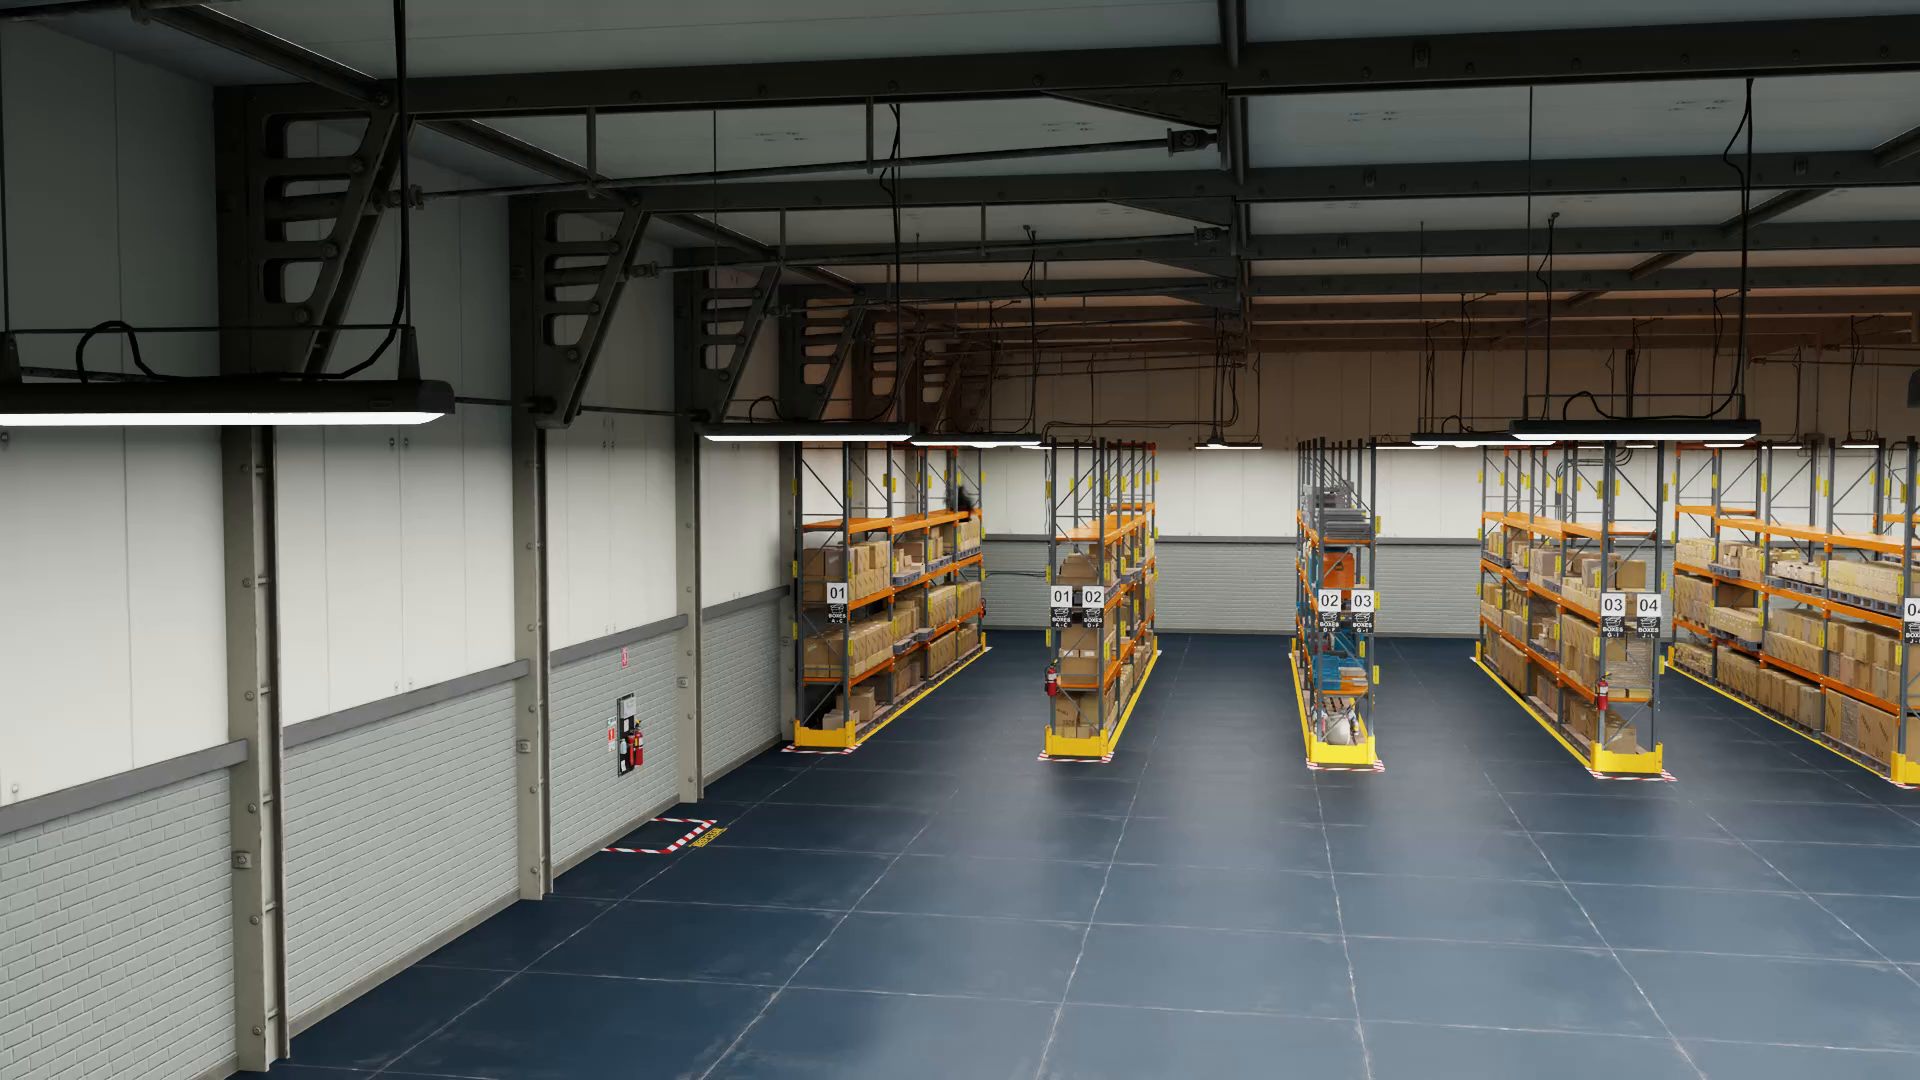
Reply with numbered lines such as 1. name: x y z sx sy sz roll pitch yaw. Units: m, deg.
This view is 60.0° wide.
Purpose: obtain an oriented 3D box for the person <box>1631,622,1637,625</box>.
1. person: 17.671 2.541 43.816 0.652 1.856 0.767 1 3 15

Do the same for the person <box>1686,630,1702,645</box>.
1. person: 20.297 2.438 45.719 0.667 1.735 0.685 -1 3 -10
